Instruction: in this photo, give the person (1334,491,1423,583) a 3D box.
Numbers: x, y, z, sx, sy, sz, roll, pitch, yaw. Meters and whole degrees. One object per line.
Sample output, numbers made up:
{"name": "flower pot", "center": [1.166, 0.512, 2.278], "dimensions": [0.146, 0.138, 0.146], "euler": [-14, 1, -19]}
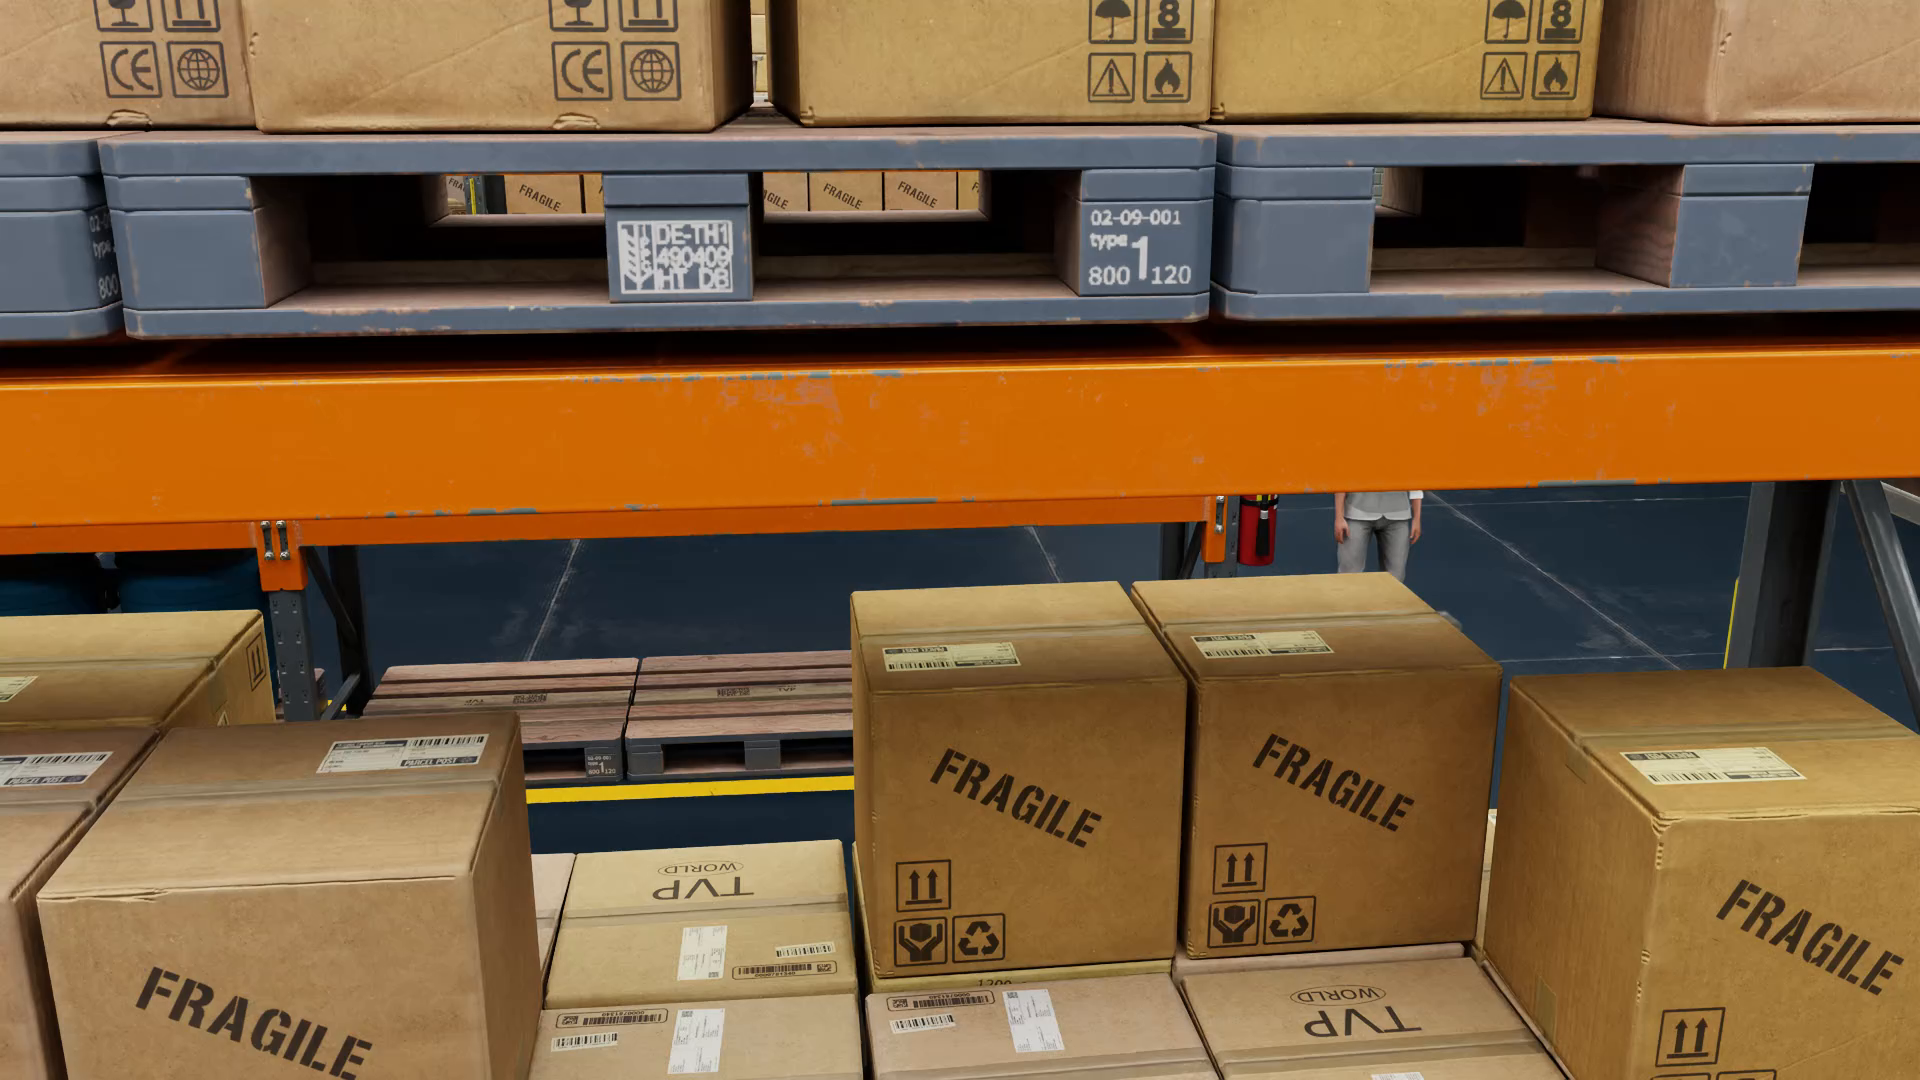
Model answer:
{"name": "person", "center": [2.120, -0.089, 8.463], "dimensions": [0.479, 1.591, 0.328], "euler": [-1, 17, -3]}
